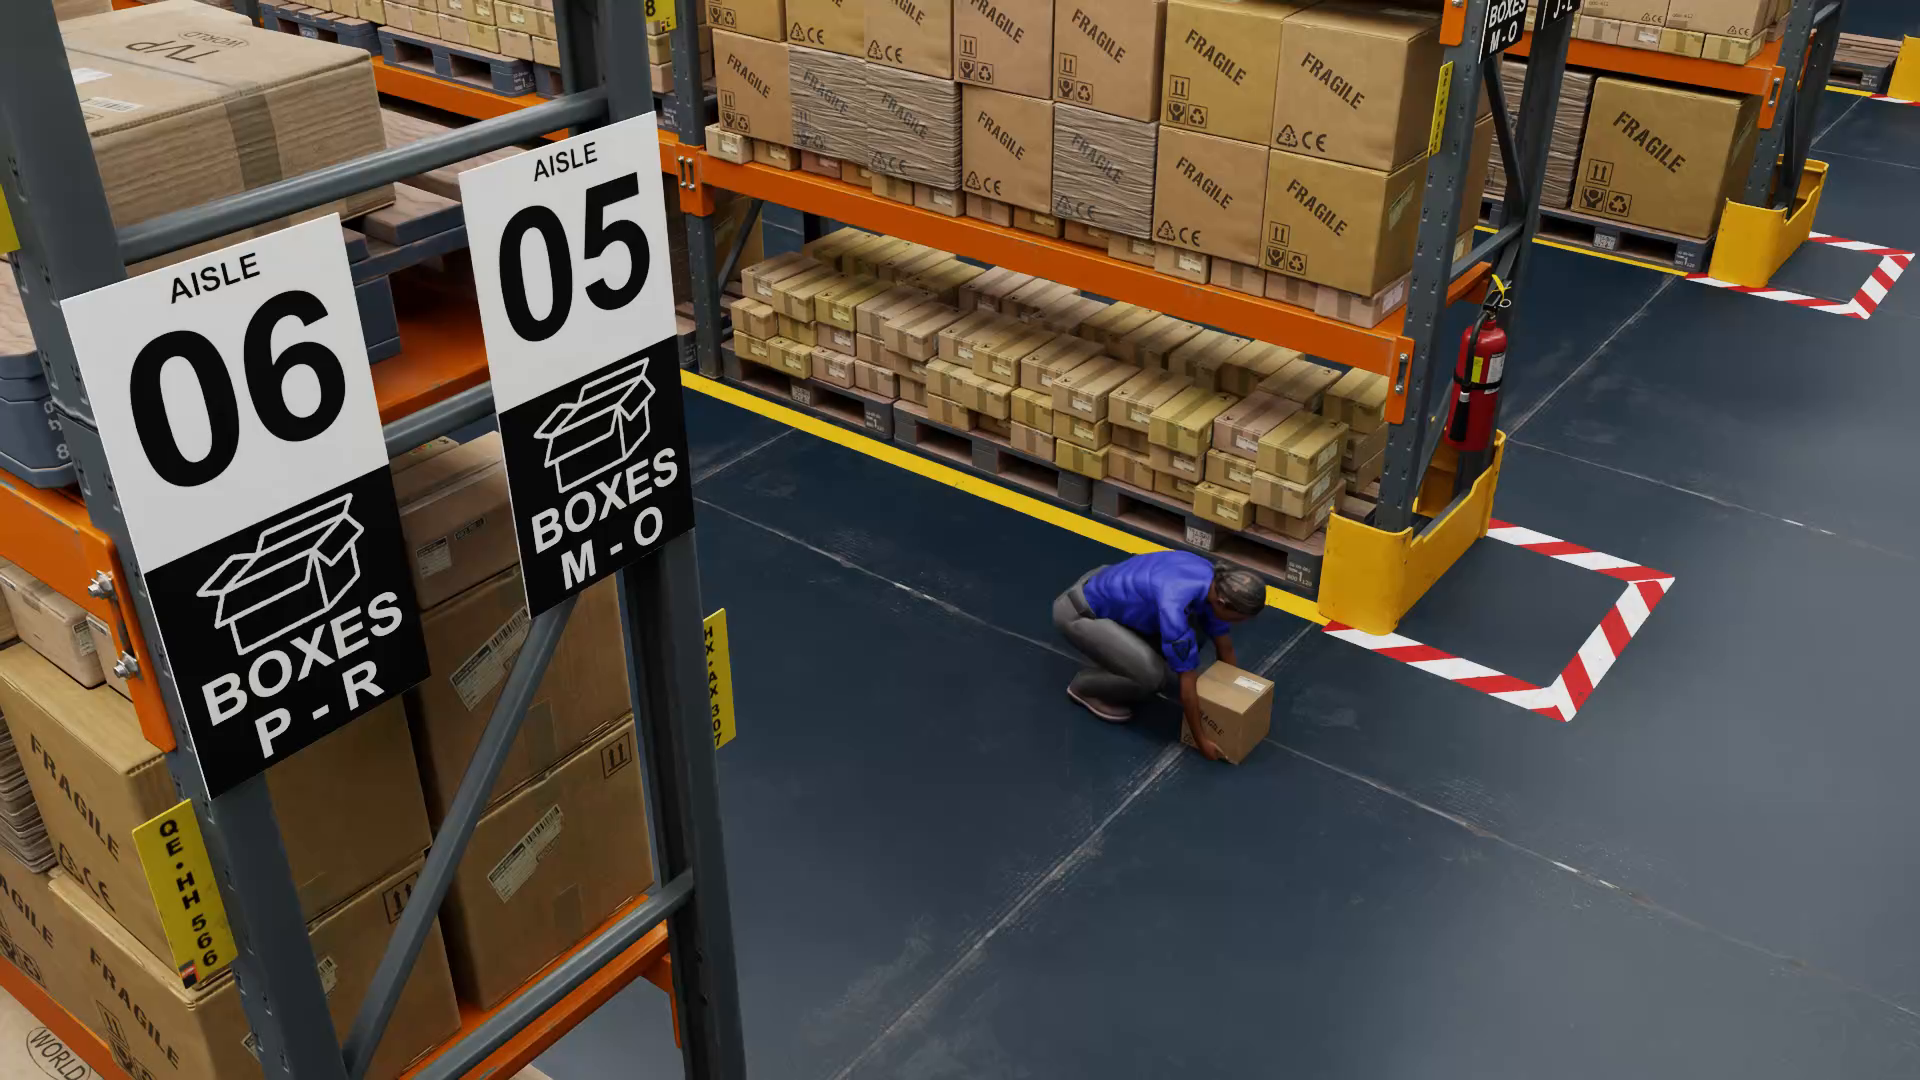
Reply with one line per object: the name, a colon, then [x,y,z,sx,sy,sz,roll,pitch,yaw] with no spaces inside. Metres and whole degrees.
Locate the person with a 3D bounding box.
person: [0.769,0.380,6.466,0.841,0.806,0.470,21,37,31]
